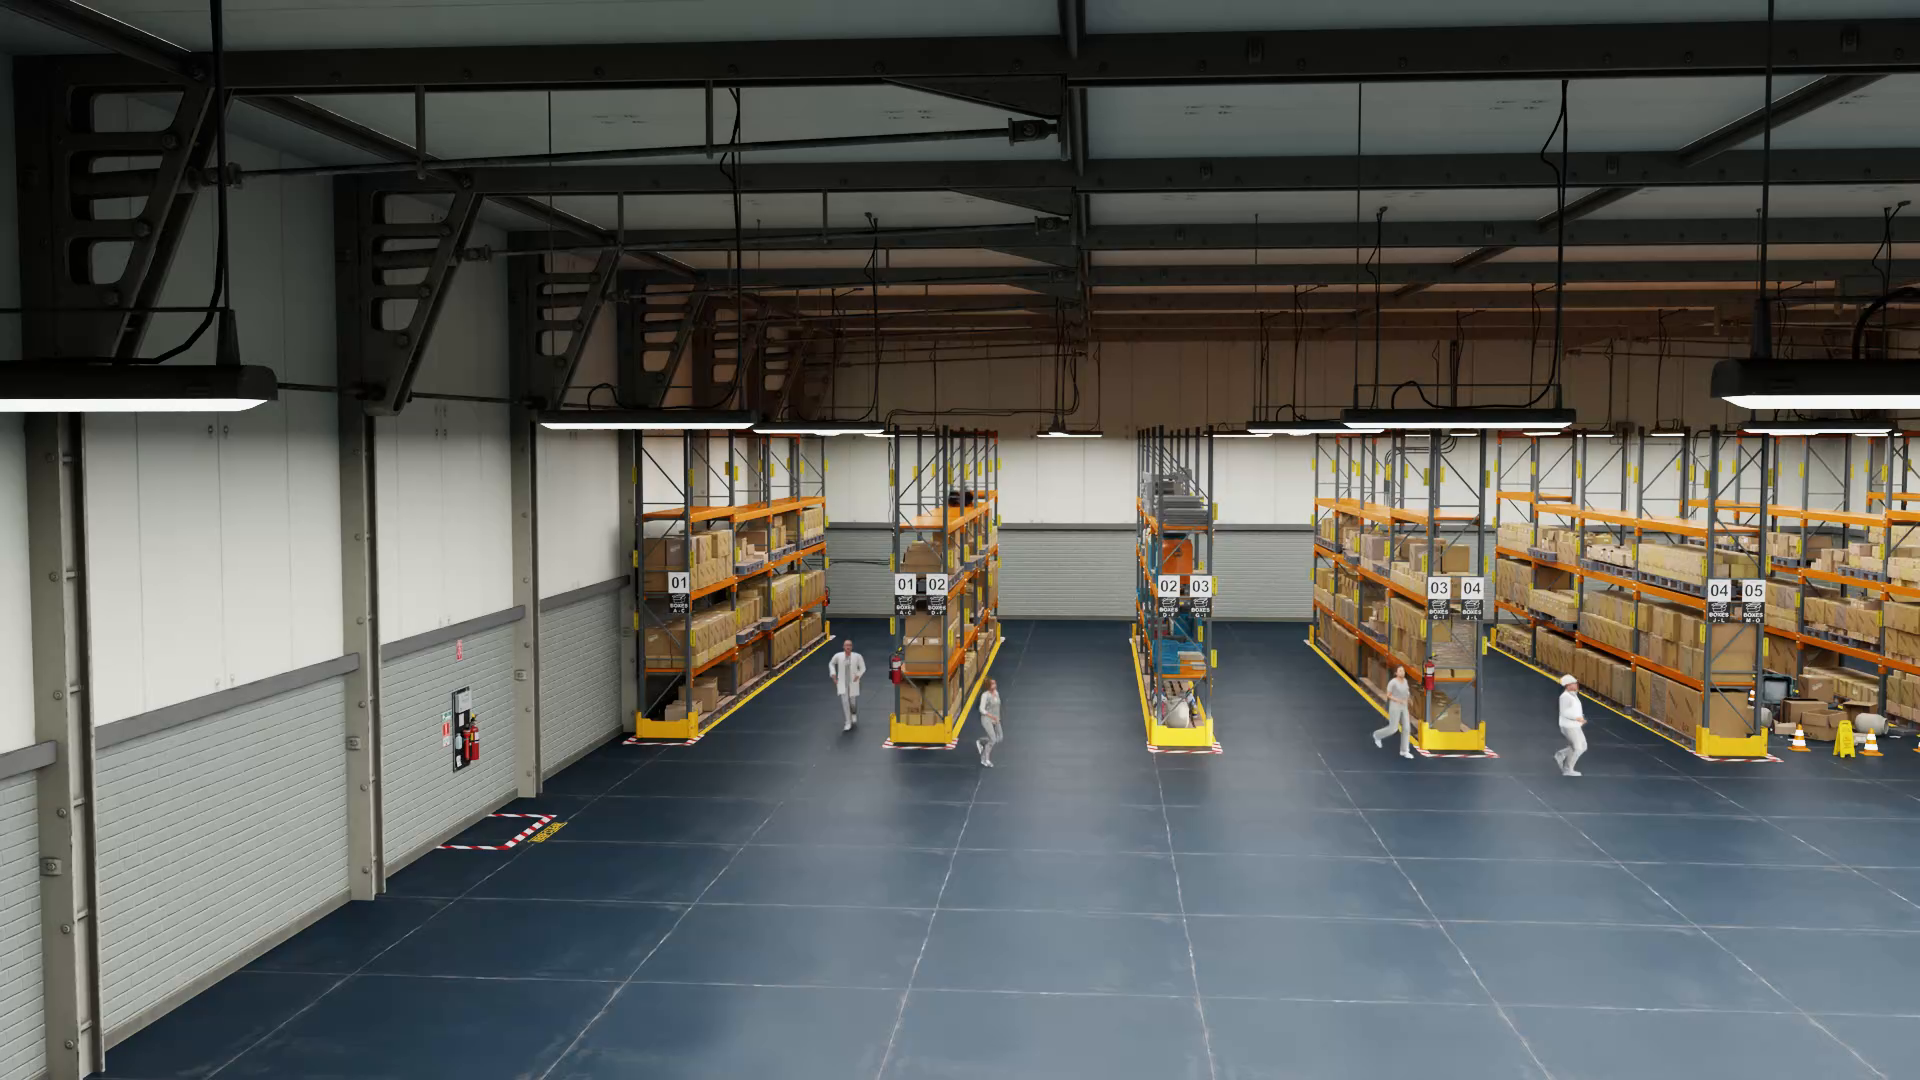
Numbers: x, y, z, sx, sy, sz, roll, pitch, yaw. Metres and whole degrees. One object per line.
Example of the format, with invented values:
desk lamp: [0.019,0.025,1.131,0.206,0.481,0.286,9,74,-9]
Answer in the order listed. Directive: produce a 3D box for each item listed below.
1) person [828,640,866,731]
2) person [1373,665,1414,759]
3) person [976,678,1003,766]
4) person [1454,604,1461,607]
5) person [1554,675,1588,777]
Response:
person: [-2.246,2.862,33.069,0.742,1.748,0.866,0,3,-4]
person: [7.939,3.085,30.220,0.578,1.669,0.895,-2,4,-27]
person: [0.526,3.197,29.260,0.609,1.565,0.562,3,4,39]
person: [13.591,2.156,45.646,0.577,1.685,0.710,1,3,10]
person: [10.410,3.155,28.314,0.604,1.722,0.652,2,4,33]
